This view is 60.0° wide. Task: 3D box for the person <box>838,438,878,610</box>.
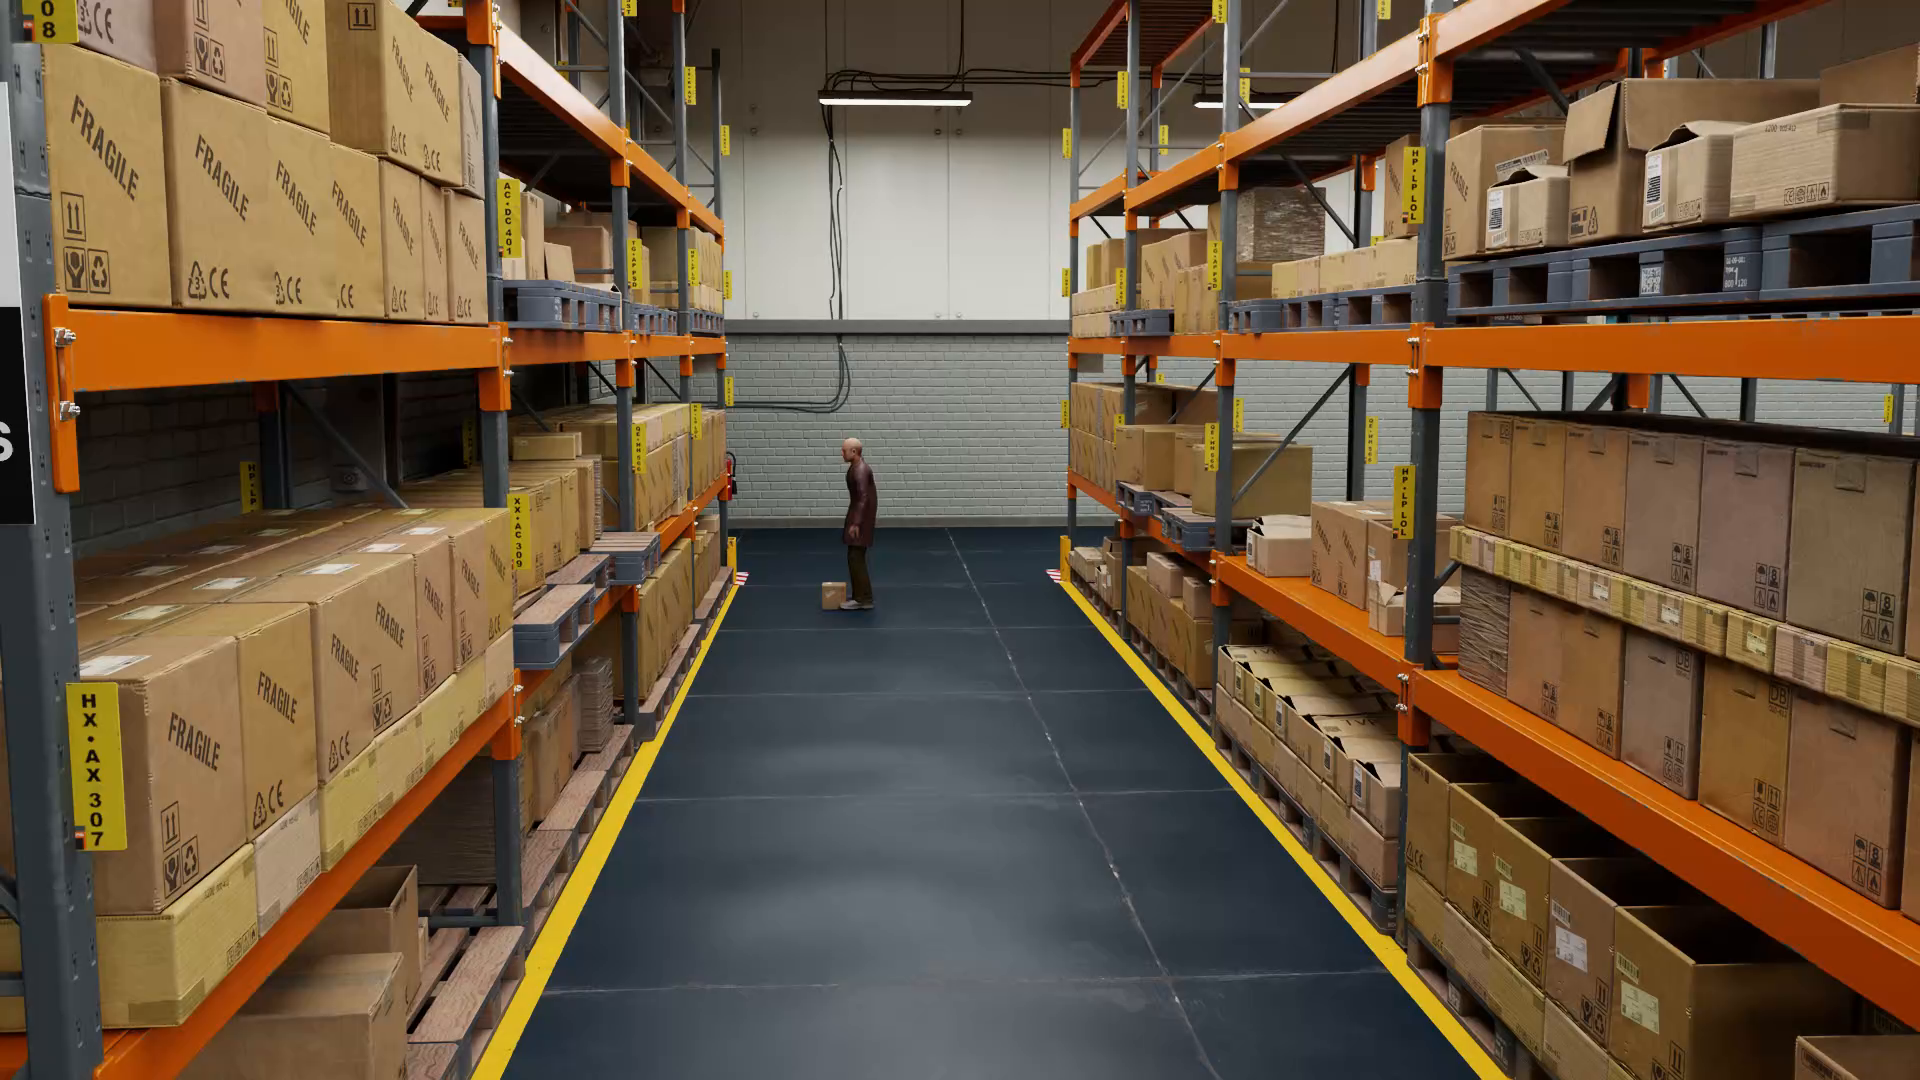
[{"bbox_3d":[-1.068,-0.175,17.290,0.419,1.774,0.655,-1,7,-6],"label":"person"}]
